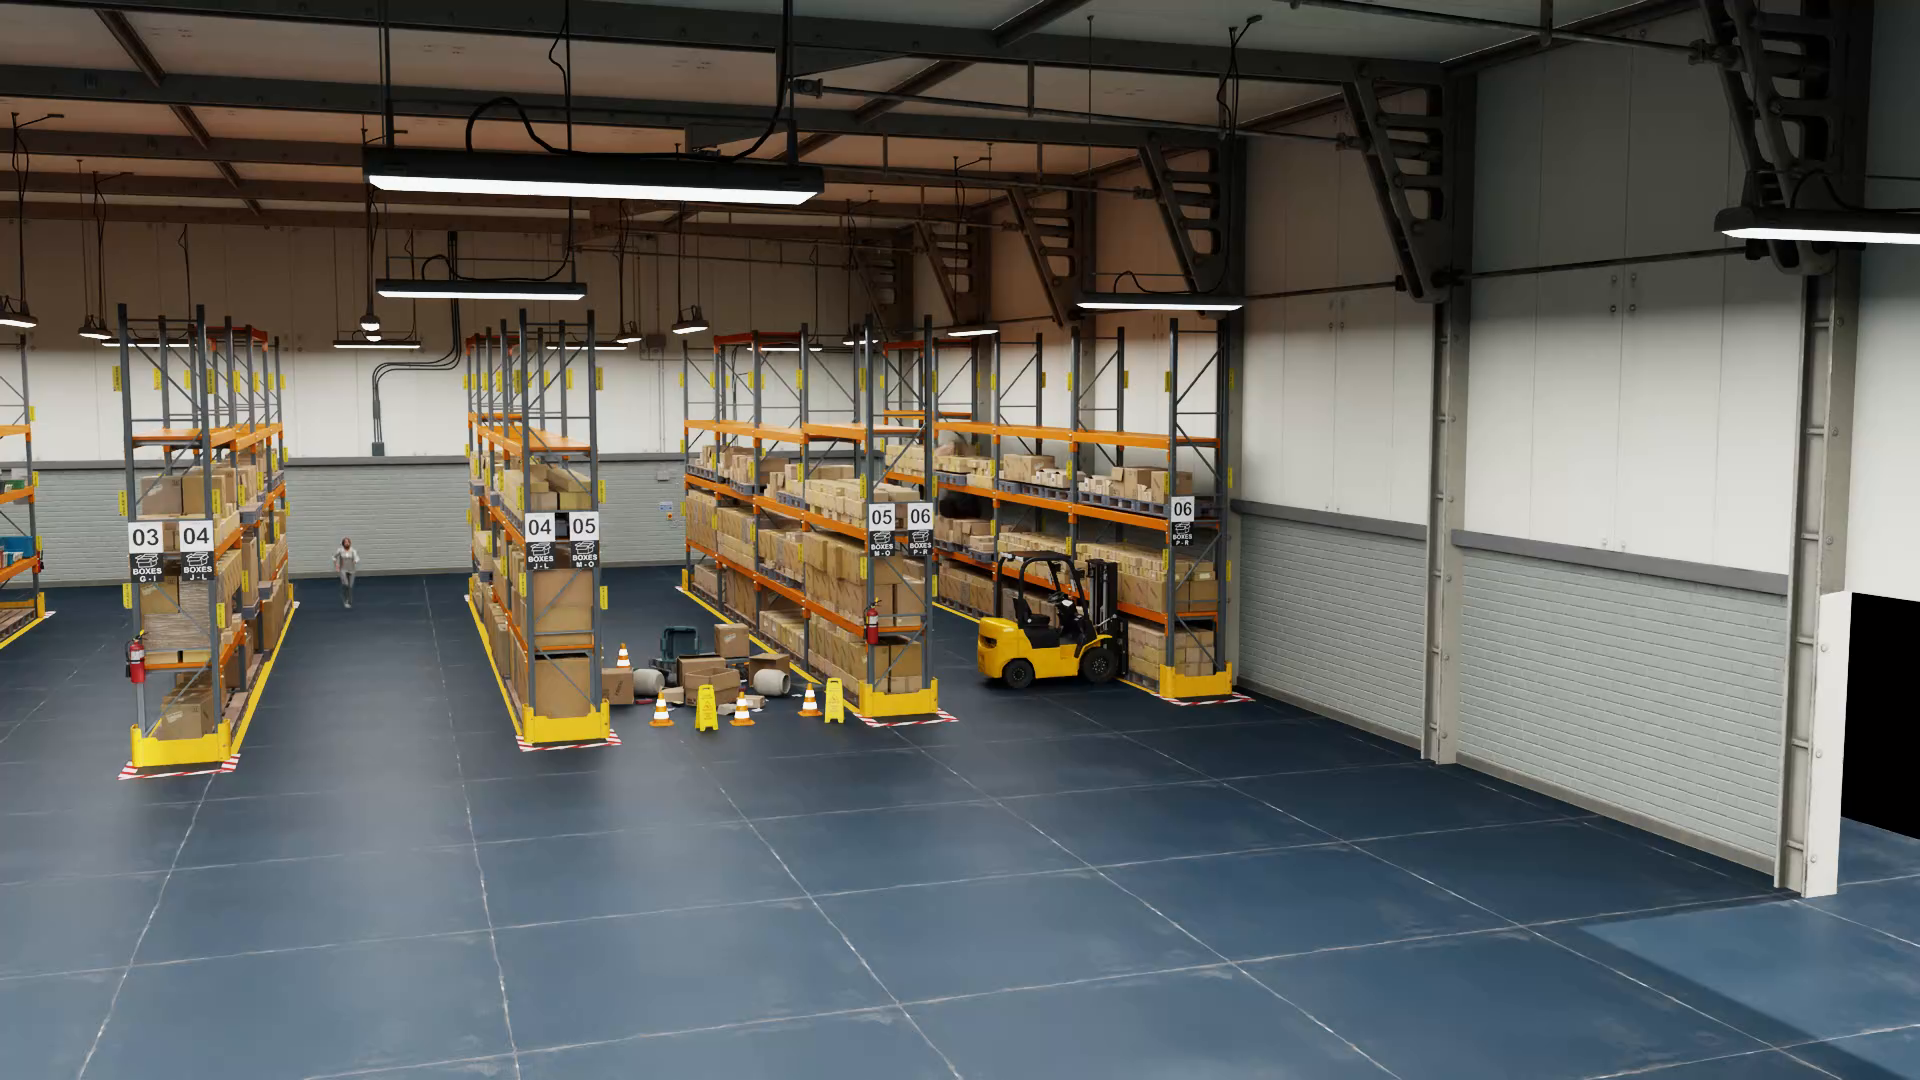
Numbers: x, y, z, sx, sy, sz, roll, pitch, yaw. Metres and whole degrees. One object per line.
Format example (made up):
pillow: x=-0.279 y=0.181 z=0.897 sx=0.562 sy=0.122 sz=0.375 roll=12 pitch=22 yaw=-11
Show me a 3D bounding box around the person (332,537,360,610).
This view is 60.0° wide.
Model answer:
person: x=-13.541 y=0.741 z=36.728 sx=0.536 sy=1.617 sz=0.699 roll=-3 pitch=6 yaw=-32
